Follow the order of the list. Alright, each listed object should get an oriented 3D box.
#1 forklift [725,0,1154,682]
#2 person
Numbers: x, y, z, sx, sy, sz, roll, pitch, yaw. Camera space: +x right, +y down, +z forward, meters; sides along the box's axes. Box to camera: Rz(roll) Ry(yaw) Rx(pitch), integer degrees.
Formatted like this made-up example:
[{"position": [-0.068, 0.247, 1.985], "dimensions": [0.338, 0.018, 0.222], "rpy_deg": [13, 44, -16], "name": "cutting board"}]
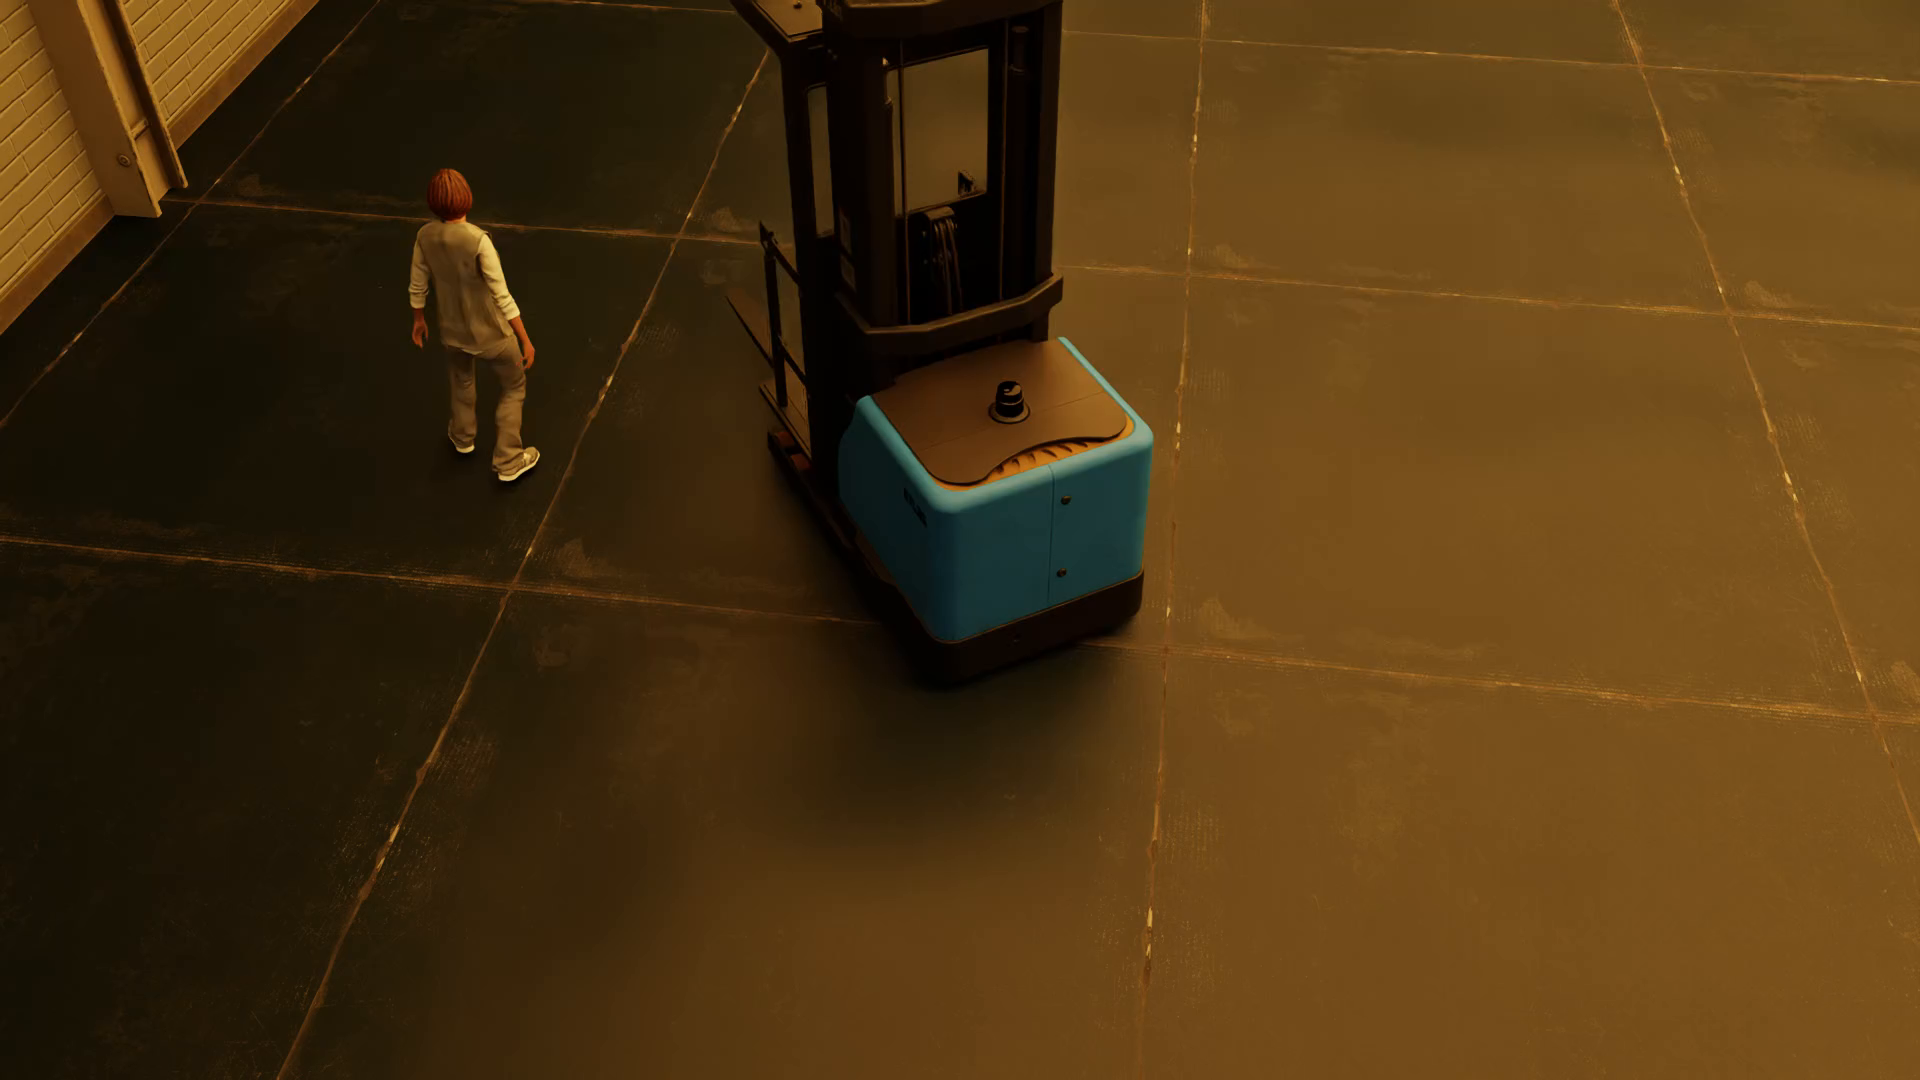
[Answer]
[{"position": [-0.301, -1.467, 7.322], "dimensions": [1.130, 2.935, 3.031], "rpy_deg": [-19, 46, -19], "name": "forklift"}, {"position": [-2.281, -0.982, 7.758], "dimensions": [0.726, 1.561, 0.385], "rpy_deg": [13, 44, 14], "name": "person"}]
